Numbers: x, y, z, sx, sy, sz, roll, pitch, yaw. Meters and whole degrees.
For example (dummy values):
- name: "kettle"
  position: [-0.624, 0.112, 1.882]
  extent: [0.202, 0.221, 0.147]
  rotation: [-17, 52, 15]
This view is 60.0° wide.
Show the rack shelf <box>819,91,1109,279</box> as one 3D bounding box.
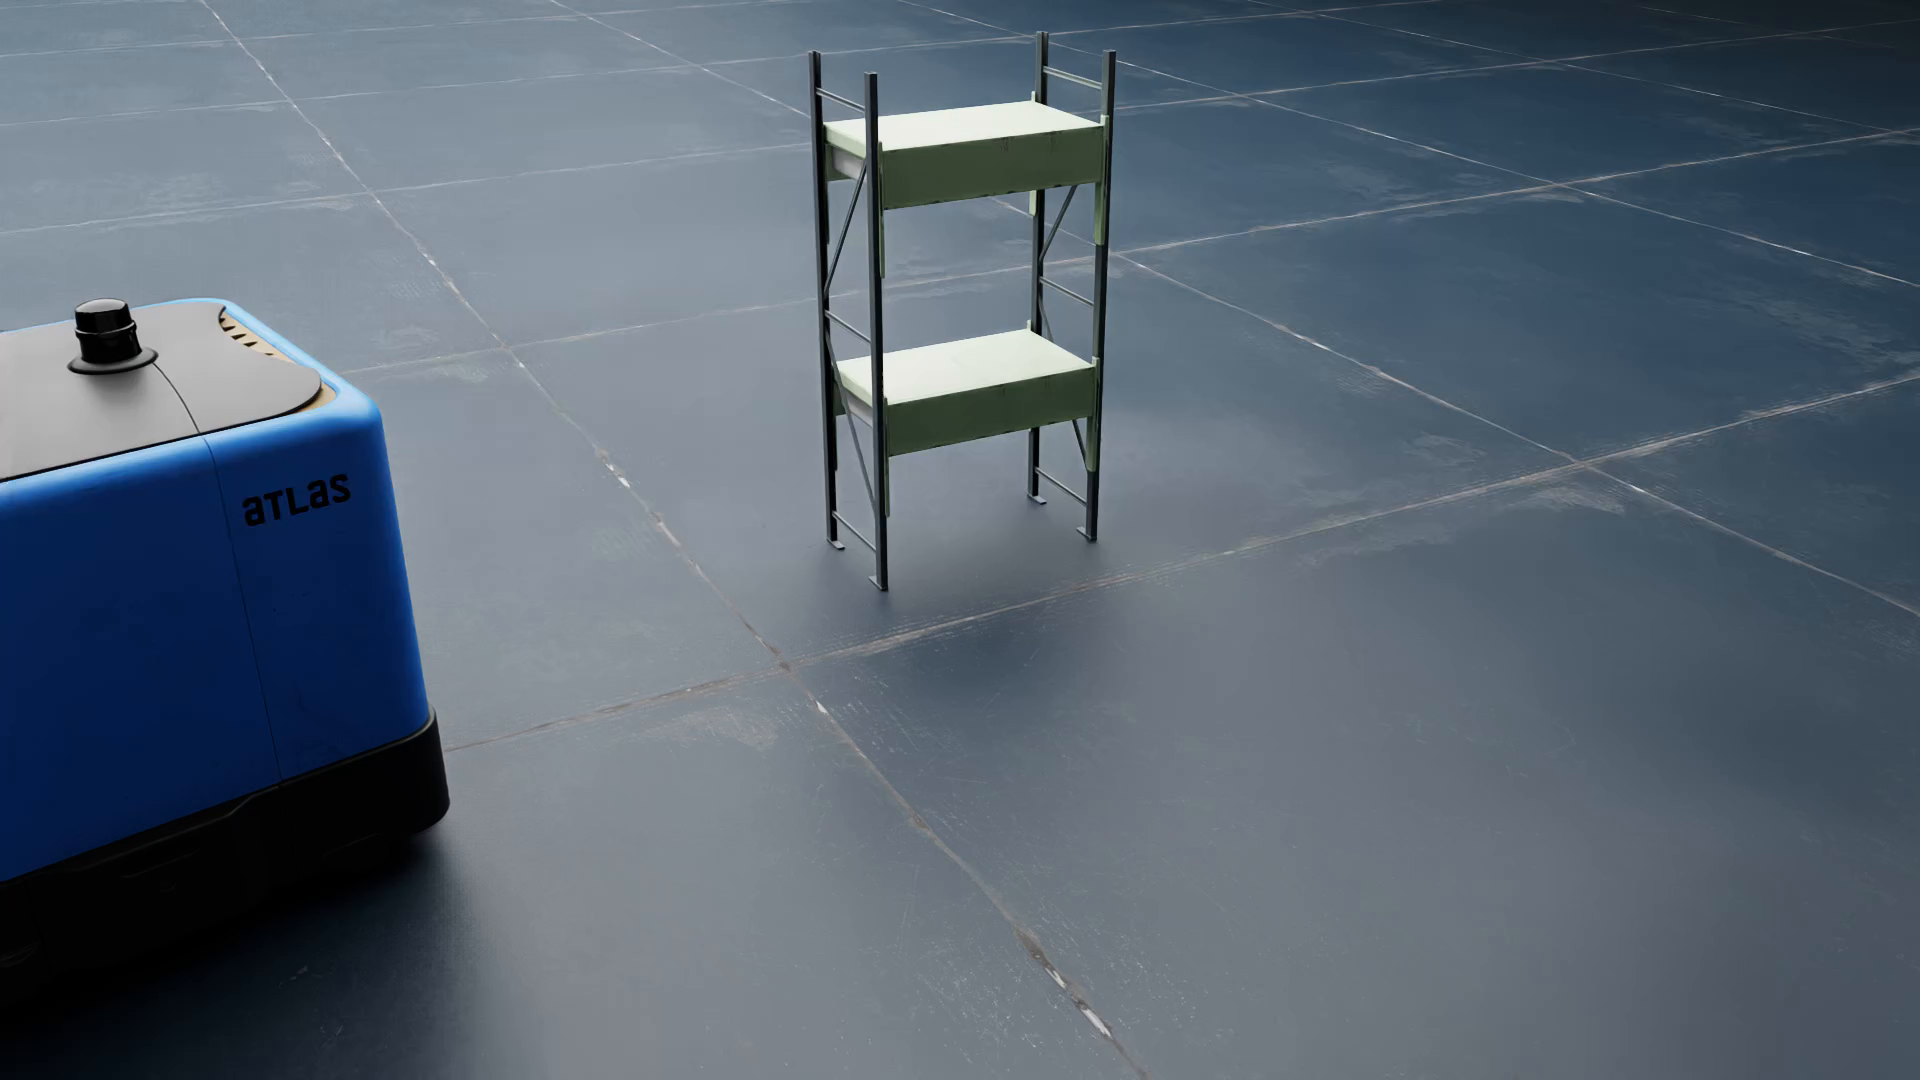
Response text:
- name: "rack shelf"
  position: [0.006, -1.029, 4.759]
  extent: [0.720, 0.370, 0.431]
  rotation: [-13, 29, -25]

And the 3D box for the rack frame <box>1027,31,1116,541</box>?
- name: "rack frame"
  position: [0.329, -0.752, 5.083]
  extent: [0.023, 1.500, 0.400]
  rotation: [-13, 29, -25]

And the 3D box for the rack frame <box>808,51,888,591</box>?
- name: "rack frame"
  position: [-0.317, -0.603, 4.773]
  extent: [0.023, 1.500, 0.400]
  rotation: [-13, 29, -25]

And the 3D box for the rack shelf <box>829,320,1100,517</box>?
- name: "rack shelf"
  position: [0.006, -0.384, 5.069]
  extent: [0.720, 0.370, 0.431]
  rotation: [-13, 29, -25]

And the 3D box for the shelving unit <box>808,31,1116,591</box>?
- name: "shelving unit"
  position: [0.006, -0.677, 4.928]
  extent: [0.755, 1.500, 0.431]
  rotation: [-13, 29, -25]

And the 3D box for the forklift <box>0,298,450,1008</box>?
- name: "forklift"
  position: [-2.625, -0.388, 2.672]
  extent: [3.031, 2.935, 1.130]
  rotation: [-20, 32, -35]
